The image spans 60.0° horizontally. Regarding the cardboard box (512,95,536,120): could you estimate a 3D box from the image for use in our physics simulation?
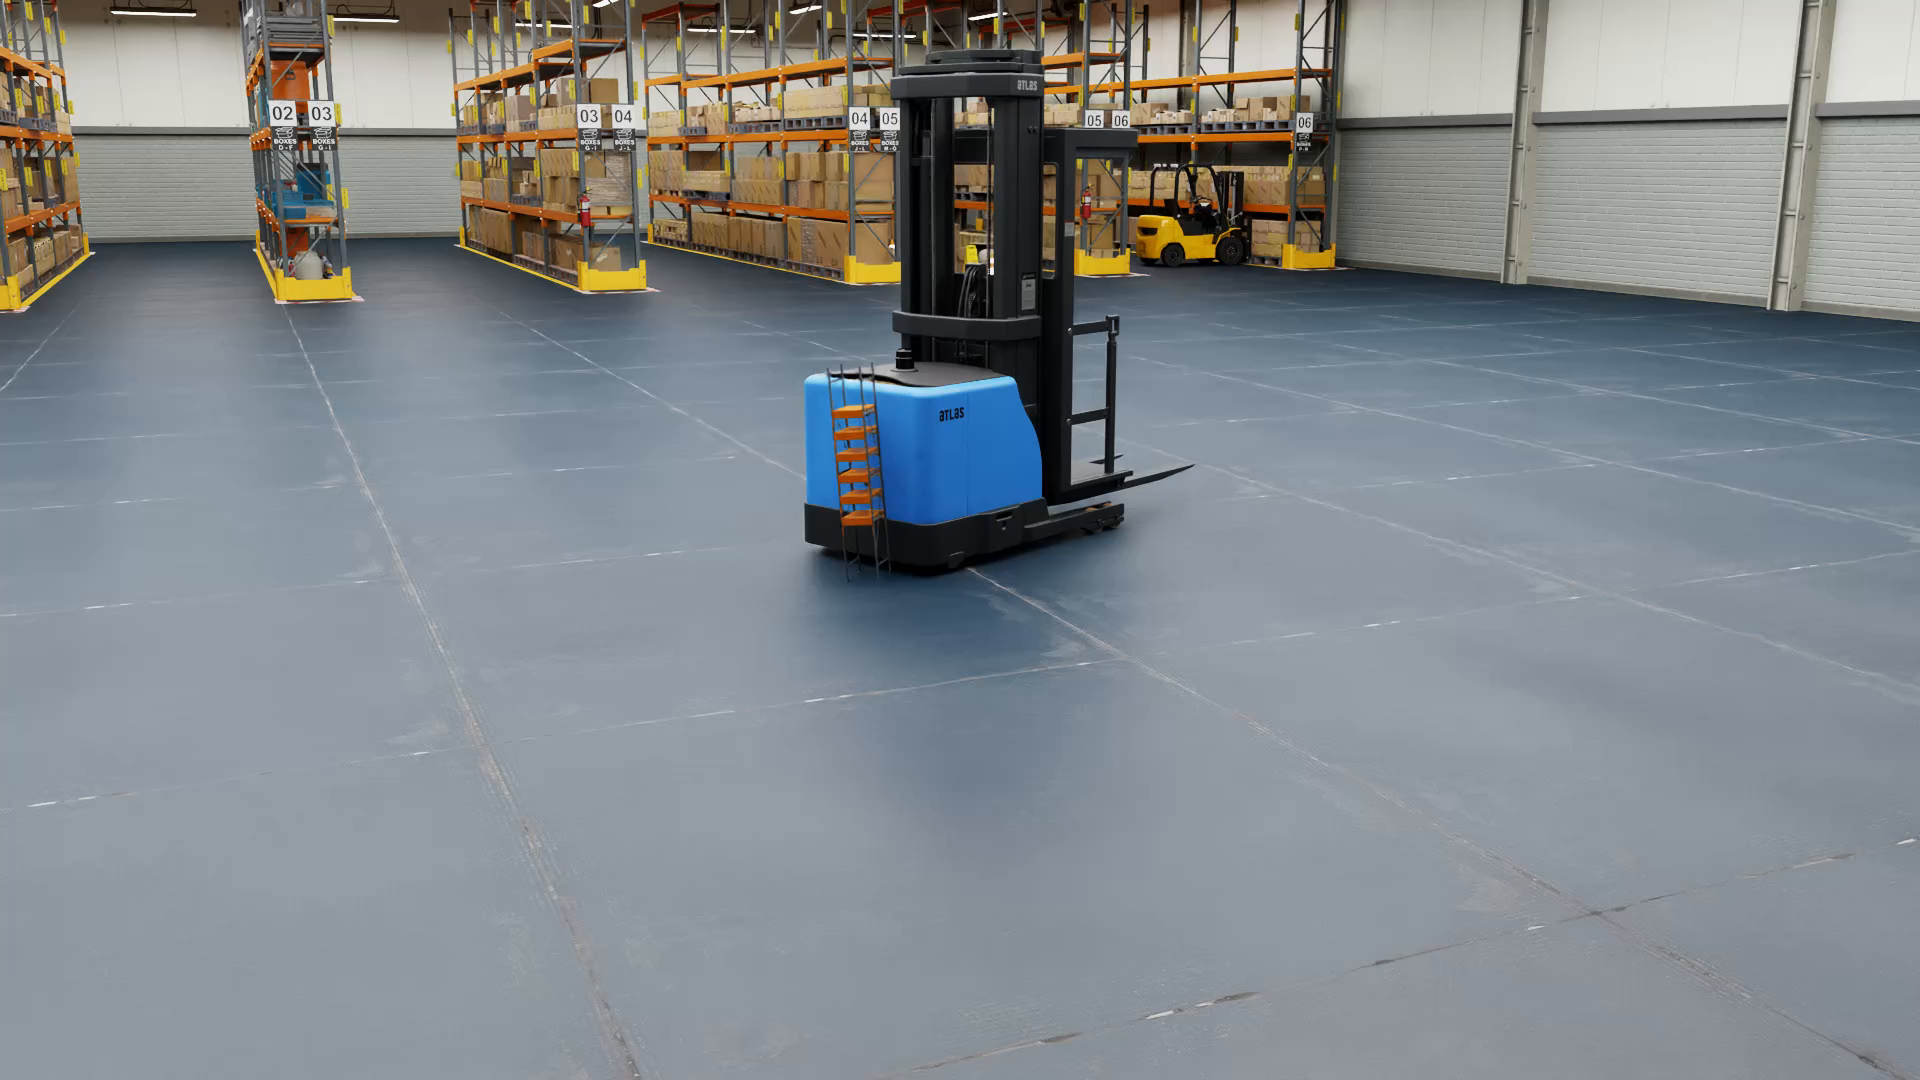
[{"bbox_3d":[-9.036,-9.021,34.711,0.500,0.500,0.500,-6,14,-25],"label":"cardboard box"}]

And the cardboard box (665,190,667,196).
[{"bbox_3d":[-7.600,-9.195,44.002,0.380,0.149,0.250,-6,14,-24],"label":"cardboard box"}]

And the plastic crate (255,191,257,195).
[{"bbox_3d":[-17.290,-8.548,41.101,0.250,0.136,0.298,-6,14,-23],"label":"plastic crate"}]

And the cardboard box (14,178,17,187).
[{"bbox_3d":[-16.470,-6.152,28.638,0.380,0.149,0.250,-6,14,-24],"label":"cardboard box"}]

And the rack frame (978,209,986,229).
[{"bbox_3d":[1.025,-10.593,49.486,1.000,3.000,0.127,-6,14,-23],"label":"rack frame"}]

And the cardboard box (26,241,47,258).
[{"bbox_3d":[-17.427,-5.439,31.141,0.500,0.311,0.500,-5,14,-21],"label":"cardboard box"}]

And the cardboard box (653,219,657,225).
[{"bbox_3d":[-8.118,-8.642,45.130,0.380,0.149,0.250,-6,14,-26],"label":"cardboard box"}]

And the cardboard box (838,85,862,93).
[{"bbox_3d":[-2.053,-8.390,30.951,0.380,0.149,0.250,-5,14,-22],"label":"cardboard box"}]

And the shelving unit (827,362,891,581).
[{"bbox_3d":[-0.562,-0.384,9.327,0.189,1.200,0.258,-2,11,16],"label":"shelving unit"}]

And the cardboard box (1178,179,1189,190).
[{"bbox_3d":[5.401,-8.362,39.073,0.500,0.250,0.500,-6,14,-24],"label":"cardboard box"}]

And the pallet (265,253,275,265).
[{"bbox_3d":[-14.774,-6.201,36.693,1.003,0.211,1.213,-6,14,-23],"label":"pallet"}]

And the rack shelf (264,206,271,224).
[{"bbox_3d":[-13.134,-6.385,32.900,1.077,0.370,4.000,-6,14,-23],"label":"rack shelf"}]

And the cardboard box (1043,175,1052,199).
[{"bbox_3d":[2.025,-7.327,34.492,0.500,0.500,0.500,-6,14,-23],"label":"cardboard box"}]

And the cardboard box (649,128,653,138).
[{"bbox_3d":[-8.070,-10.948,44.702,0.500,0.250,0.500,-5,14,-21],"label":"cardboard box"}]

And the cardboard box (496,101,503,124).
[{"bbox_3d":[-10.133,-9.600,37.393,0.500,0.500,0.500,-5,14,-20],"label":"cardboard box"}]

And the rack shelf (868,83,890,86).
[{"bbox_3d":[-1.118,-11.282,41.639,1.077,0.370,4.000,-6,14,-23],"label":"rack shelf"}]

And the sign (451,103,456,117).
[{"bbox_3d":[-13.112,-11.126,43.021,0.100,0.325,0.005,-6,14,-23],"label":"sign"}]

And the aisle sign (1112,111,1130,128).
[{"bbox_3d":[3.197,-8.120,33.035,0.394,0.787,0.004,-6,14,-23],"label":"aisle sign"}]

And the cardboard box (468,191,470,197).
[{"bbox_3d":[-12.244,-8.758,42.114,0.380,0.149,0.250,-6,14,-24],"label":"cardboard box"}]

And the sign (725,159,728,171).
[{"bbox_3d":[-5.907,-9.464,42.042,0.100,0.325,0.005,-6,14,-23],"label":"sign"}]

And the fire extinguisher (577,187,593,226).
[{"bbox_3d":[-6.568,-5.840,29.122,0.296,0.674,0.183,-6,14,-23],"label":"fire extinguisher"}]

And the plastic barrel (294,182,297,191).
[{"bbox_3d":[-12.809,-6.757,32.612,0.433,0.535,0.433,0,13,0],"label":"plastic barrel"}]

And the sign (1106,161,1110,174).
[{"bbox_3d":[3.737,-9.415,42.003,0.100,0.325,0.005,-6,14,-23],"label":"sign"}]

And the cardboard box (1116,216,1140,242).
[{"bbox_3d":[4.467,-7.858,42.003,0.875,0.625,0.625,-5,14,-21],"label":"cardboard box"}]

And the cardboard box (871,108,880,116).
[{"bbox_3d":[-1.450,-8.062,31.304,0.380,0.149,0.250,-6,14,-23],"label":"cardboard box"}]

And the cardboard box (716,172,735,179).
[{"bbox_3d":[-5.428,-8.455,38.555,0.380,0.149,0.250,-6,14,-25],"label":"cardboard box"}]

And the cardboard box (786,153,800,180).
[{"bbox_3d":[-3.093,-7.716,34.330,0.875,0.550,0.550,-6,14,-23],"label":"cardboard box"}]

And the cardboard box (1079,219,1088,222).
[{"bbox_3d":[3.461,-8.207,43.790,0.500,0.500,0.500,-5,14,-21],"label":"cardboard box"}]

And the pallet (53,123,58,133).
[{"bbox_3d":[-19.880,-8.757,35.318,1.213,0.211,1.003,-6,14,-23],"label":"pallet"}]

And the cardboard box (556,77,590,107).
[{"bbox_3d":[-7.045,-8.139,30.241,0.500,0.500,0.500,-6,14,-23],"label":"cardboard box"}]

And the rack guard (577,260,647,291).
[{"bbox_3d":[-6.222,-4.741,29.745,1.175,0.500,0.348,-6,14,-23],"label":"rack guard"}]

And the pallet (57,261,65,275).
[{"bbox_3d":[-18.739,-5.501,33.670,1.003,0.211,1.213,-6,14,-23],"label":"pallet"}]

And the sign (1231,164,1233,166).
[{"bbox_3d":[6.340,-8.624,38.885,0.100,0.325,0.005,-6,14,-23],"label":"sign"}]

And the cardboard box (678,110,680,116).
[{"bbox_3d":[-6.905,-10.769,41.935,0.380,0.149,0.250,-5,14,-22],"label":"cardboard box"}]

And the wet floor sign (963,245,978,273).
[{"bbox_3d":[0.219,-5.396,32.253,0.267,0.644,0.232,-9,16,-33],"label":"wet floor sign"}]

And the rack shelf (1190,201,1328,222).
[{"bbox_3d":[6.634,-7.350,37.070,1.077,0.370,4.000,-6,14,-23],"label":"rack shelf"}]

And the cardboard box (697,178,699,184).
[{"bbox_3d":[-6.147,-8.683,40.200,0.380,0.149,0.250,-6,14,-24],"label":"cardboard box"}]

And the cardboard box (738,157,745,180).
[{"bbox_3d":[-4.641,-8.465,37.854,0.700,0.500,0.500,-6,14,-23],"label":"cardboard box"}]

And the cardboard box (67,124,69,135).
[{"bbox_3d":[-21.042,-9.556,38.688,0.500,0.250,0.500,-6,14,-23],"label":"cardboard box"}]

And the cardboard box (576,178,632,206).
[{"bbox_3d":[-6.387,-6.253,29.852,0.875,0.500,0.500,-6,14,-23],"label":"cardboard box"}]

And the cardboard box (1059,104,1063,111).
[{"bbox_3d":[2.241,-8.774,33.762,0.380,0.149,0.250,-6,14,-23],"label":"cardboard box"}]

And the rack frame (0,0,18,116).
[{"bbox_3d":[-16.873,-8.798,28.427,1.000,3.000,0.127,-6,14,-23],"label":"rack frame"}]

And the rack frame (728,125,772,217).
[{"bbox_3d":[-4.811,-8.023,38.382,1.000,3.000,0.127,-6,14,-23],"label":"rack frame"}]

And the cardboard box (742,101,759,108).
[{"bbox_3d":[-4.927,-10.121,38.875,0.396,0.266,0.258,-6,14,-23],"label":"cardboard box"}]

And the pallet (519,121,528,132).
[{"bbox_3d":[-8.362,-8.490,34.166,1.213,0.211,1.003,-6,14,-23],"label":"pallet"}]

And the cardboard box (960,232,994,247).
[{"bbox_3d":[0.502,-6.989,38.810,0.950,0.372,0.625,-5,14,-21],"label":"cardboard box"}]

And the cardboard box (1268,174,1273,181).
[{"bbox_3d":[6.862,-7.808,35.791,0.380,0.149,0.250,-5,14,-22],"label":"cardboard box"}]

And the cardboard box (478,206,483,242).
[{"bbox_3d":[-11.551,-7.921,41.723,0.875,0.875,0.875,-6,14,-23],"label":"cardboard box"}]

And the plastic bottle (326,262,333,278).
[{"bbox_3d":[-11.171,-4.783,29.461,0.097,0.271,0.097,0,13,0],"label":"plastic bottle"}]

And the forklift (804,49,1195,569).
[{"bbox_3d":[0.407,-1.534,10.498,1.130,2.935,3.031,11,17,40],"label":"forklift"}]
